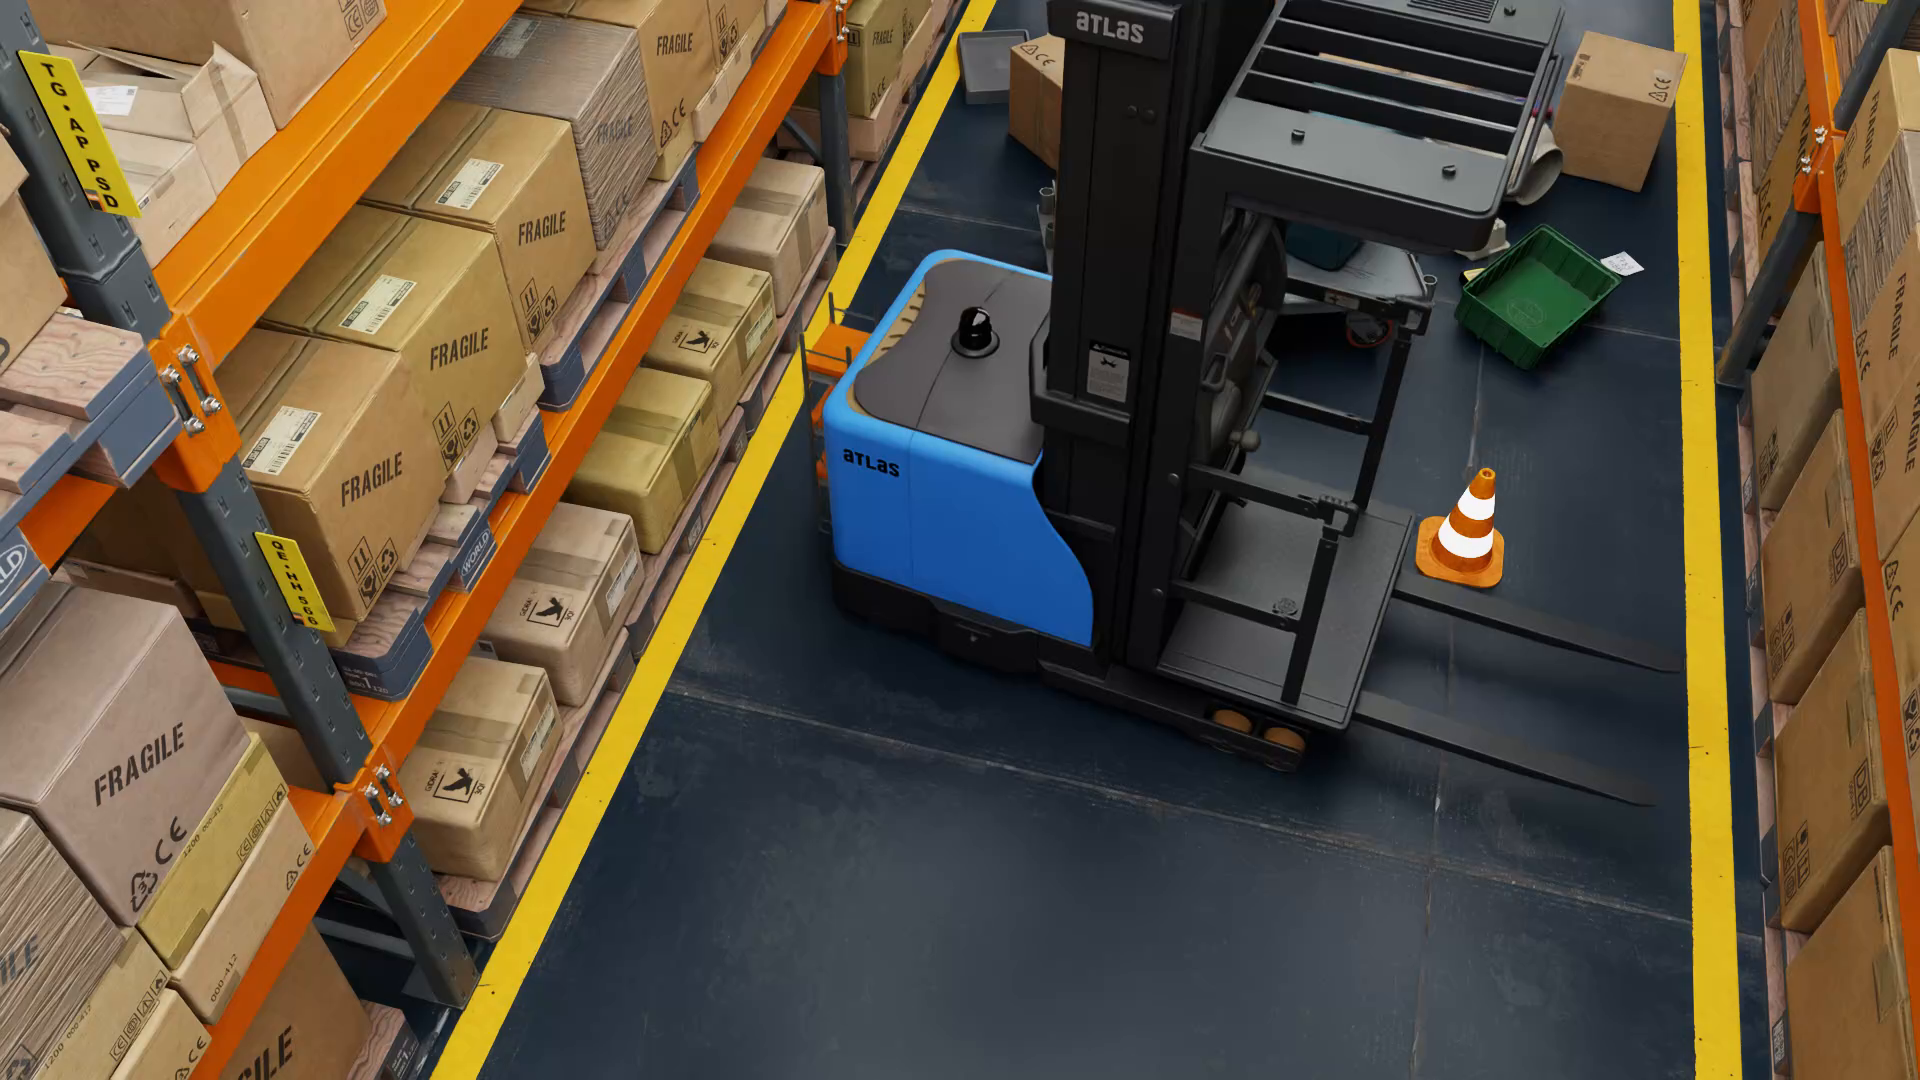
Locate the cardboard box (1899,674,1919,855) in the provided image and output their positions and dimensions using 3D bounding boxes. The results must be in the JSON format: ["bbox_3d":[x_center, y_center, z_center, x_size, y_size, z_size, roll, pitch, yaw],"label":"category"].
[{"bbox_3d":[2.738,0.508,4.154,0.500,0.500,0.500,12,50,10],"label":"cardboard box"}]

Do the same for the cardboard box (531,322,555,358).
[{"bbox_3d":[-1.487,-0.649,5.129,0.380,0.149,0.250,14,50,12],"label":"cardboard box"}]

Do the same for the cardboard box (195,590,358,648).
[{"bbox_3d":[-1.791,0.122,4.448,0.380,0.149,0.250,9,49,8],"label":"cardboard box"}]

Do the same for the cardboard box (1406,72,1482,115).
[{"bbox_3d":[2.475,-2.315,8.535,0.396,0.266,0.258,19,51,16],"label":"cardboard box"}]

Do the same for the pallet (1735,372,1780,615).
[{"bbox_3d":[3.669,-0.118,6.632,1.003,0.211,1.213,12,50,10],"label":"pallet"}]

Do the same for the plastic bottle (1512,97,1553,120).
[{"bbox_3d":[2.900,-2.224,8.591,0.283,0.061,0.133,-4,49,-3],"label":"plastic bottle"}]

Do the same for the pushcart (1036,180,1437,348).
[{"bbox_3d":[1.210,-1.236,7.508,1.648,0.377,0.936,-4,49,-3],"label":"pushcart"}]

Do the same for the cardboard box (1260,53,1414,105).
[{"bbox_3d":[1.792,-2.181,8.168,0.797,0.637,0.503,12,50,10],"label":"cardboard box"}]

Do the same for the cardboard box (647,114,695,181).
[{"bbox_3d":[-1.155,-1.411,5.801,0.380,0.149,0.250,12,50,10],"label":"cardboard box"}]

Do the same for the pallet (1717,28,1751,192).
[{"bbox_3d":[4.394,-2.110,8.391,1.003,0.211,1.213,12,50,10],"label":"pallet"}]

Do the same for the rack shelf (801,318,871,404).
[{"bbox_3d":[-0.433,-0.625,6.156,0.215,0.259,0.240,17,51,14],"label":"rack shelf"}]

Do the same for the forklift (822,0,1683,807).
[{"bbox_3d":[1.080,-0.602,5.245,3.031,2.935,1.130,18,51,15],"label":"forklift"}]

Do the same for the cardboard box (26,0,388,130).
[{"bbox_3d":[-1.797,-1.333,3.777,0.700,0.500,0.500,12,50,10],"label":"cardboard box"}]

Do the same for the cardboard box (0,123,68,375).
[{"bbox_3d":[-2.010,-0.487,2.748,0.797,0.503,0.637,9,49,8],"label":"cardboard box"}]

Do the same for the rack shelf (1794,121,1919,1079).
[{"bbox_3d":[3.273,0.071,5.085,1.077,0.370,4.000,12,50,10],"label":"rack shelf"}]

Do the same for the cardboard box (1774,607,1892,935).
[{"bbox_3d":[3.220,0.830,5.156,1.050,0.750,0.750,12,50,11],"label":"cardboard box"}]

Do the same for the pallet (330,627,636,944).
[{"bbox_3d":[-1.849,0.734,5.880,1.003,0.211,1.213,12,50,10],"label":"pallet"}]

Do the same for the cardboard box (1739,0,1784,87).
[{"bbox_3d":[4.507,-2.802,8.278,0.875,0.875,0.875,11,49,9],"label":"cardboard box"}]

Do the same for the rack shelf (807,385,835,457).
[{"bbox_3d":[-0.433,-0.437,6.369,0.215,0.259,0.240,17,51,14],"label":"rack shelf"}]

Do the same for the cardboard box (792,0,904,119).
[{"bbox_3d":[-0.587,-2.368,7.812,0.500,0.500,0.500,14,50,12],"label":"cardboard box"}]

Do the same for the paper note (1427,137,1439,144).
[{"bbox_3d":[2.391,-1.972,8.394,0.172,0.023,0.155,28,54,22],"label":"paper note"}]

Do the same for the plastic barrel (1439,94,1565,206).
[{"bbox_3d":[2.618,-1.884,8.049,0.421,0.421,0.512,-27,54,-22],"label":"plastic barrel"}]

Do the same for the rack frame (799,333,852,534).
[{"bbox_3d":[-0.479,-0.359,6.286,0.200,1.050,0.008,17,51,14],"label":"rack frame"}]

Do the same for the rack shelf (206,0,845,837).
[{"bbox_3d":[-1.529,-0.832,5.883,1.077,0.370,4.000,12,50,10],"label":"rack shelf"}]

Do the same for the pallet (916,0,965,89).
[{"bbox_3d":[-0.541,-2.972,9.151,1.003,0.211,1.213,12,50,10],"label":"pallet"}]

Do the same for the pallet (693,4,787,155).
[{"bbox_3d":[-1.345,-1.930,6.499,1.003,0.211,1.213,12,50,10],"label":"pallet"}]

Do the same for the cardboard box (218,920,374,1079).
[{"bbox_3d":[-2.318,1.423,4.549,0.875,0.875,0.875,11,50,10],"label":"cardboard box"}]

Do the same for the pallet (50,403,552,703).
[{"bbox_3d":[-1.971,-0.097,4.882,1.213,0.211,1.003,12,50,10],"label":"pallet"}]

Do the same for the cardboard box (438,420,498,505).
[{"bbox_3d":[-1.568,-0.265,4.789,0.380,0.149,0.250,9,49,8],"label":"cardboard box"}]

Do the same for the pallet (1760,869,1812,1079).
[{"bbox_3d":[3.026,1.647,5.074,1.003,0.211,1.213,12,50,10],"label":"pallet"}]

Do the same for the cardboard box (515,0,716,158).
[{"bbox_3d":[-1.174,-1.677,5.603,0.500,0.500,0.500,13,50,11],"label":"cardboard box"}]

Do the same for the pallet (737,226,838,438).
[{"bbox_3d":[-1.207,-1.031,7.438,1.003,0.211,1.213,12,50,10],"label":"pallet"}]

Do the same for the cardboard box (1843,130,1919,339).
[{"bbox_3d":[3.269,-0.954,5.443,0.500,0.500,0.500,12,50,10],"label":"cardboard box"}]

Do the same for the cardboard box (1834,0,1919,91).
[{"bbox_3d":[3.885,-1.932,6.274,0.875,0.550,0.550,12,50,10],"label":"cardboard box"}]

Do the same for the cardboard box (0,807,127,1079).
[{"bbox_3d":[-2.067,0.811,3.219,0.500,0.500,0.500,12,50,11],"label":"cardboard box"}]

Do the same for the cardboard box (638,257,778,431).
[{"bbox_3d":[-1.325,-0.886,6.923,0.950,0.372,0.625,14,50,12],"label":"cardboard box"}]

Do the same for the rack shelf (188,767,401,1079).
[{"bbox_3d":[-2.582,2.061,3.329,1.077,0.370,4.000,12,50,10],"label":"rack shelf"}]

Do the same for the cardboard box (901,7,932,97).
[{"bbox_3d":[-0.458,-2.508,8.436,0.500,0.250,0.500,14,50,12],"label":"cardboard box"}]

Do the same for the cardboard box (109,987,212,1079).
[{"bbox_3d":[-2.058,1.215,3.695,0.500,0.250,0.500,12,50,11],"label":"cardboard box"}]

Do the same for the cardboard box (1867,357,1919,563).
[{"bbox_3d":[3.001,-0.226,4.801,0.500,0.500,0.500,12,50,11],"label":"cardboard box"}]

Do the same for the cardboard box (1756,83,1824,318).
[{"bbox_3d":[4.032,-1.490,7.121,0.875,0.875,0.875,12,50,11],"label":"cardboard box"}]

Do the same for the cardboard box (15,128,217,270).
[{"bbox_3d":[-1.809,-0.728,3.477,0.380,0.149,0.250,12,50,10],"label":"cardboard box"}]

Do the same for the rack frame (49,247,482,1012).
[{"bbox_3d":[-2.056,0.376,4.336,1.000,3.000,0.127,12,50,10],"label":"rack frame"}]

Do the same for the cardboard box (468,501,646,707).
[{"bbox_3d":[-1.711,0.165,5.995,0.950,0.372,0.625,11,49,9],"label":"cardboard box"}]

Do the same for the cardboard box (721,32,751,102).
[{"bbox_3d":[-0.992,-1.765,6.114,0.380,0.149,0.250,11,49,9],"label":"cardboard box"}]

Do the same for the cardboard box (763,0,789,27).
[{"bbox_3d":[-0.872,-2.146,6.450,0.380,0.149,0.250,12,50,11],"label":"cardboard box"}]

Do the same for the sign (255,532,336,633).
[{"bbox_3d":[-1.520,0.100,3.808,0.100,0.325,0.005,12,50,10],"label":"sign"}]

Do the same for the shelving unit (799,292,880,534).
[{"bbox_3d":[-0.433,-0.444,6.361,0.215,1.050,0.252,17,51,14],"label":"shelving unit"}]

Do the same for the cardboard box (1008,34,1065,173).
[{"bbox_3d":[0.592,-2.197,8.273,0.500,0.500,0.500,-27,54,-22],"label":"cardboard box"}]

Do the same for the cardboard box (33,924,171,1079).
[{"bbox_3d":[-2.070,1.032,3.524,0.500,0.250,0.500,10,49,9],"label":"cardboard box"}]

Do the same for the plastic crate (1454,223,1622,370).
[{"bbox_3d":[2.581,-1.086,7.464,0.662,0.188,0.450,-37,68,-28],"label":"plastic crate"}]

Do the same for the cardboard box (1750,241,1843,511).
[{"bbox_3d":[3.722,-0.541,6.366,1.050,0.750,0.750,11,50,10],"label":"cardboard box"}]

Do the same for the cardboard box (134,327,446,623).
[{"bbox_3d":[-1.714,-0.174,4.277,0.500,0.500,0.500,10,49,9],"label":"cardboard box"}]

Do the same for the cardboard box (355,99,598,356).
[{"bbox_3d":[-1.451,-0.938,4.951,0.500,0.500,0.500,12,50,11],"label":"cardboard box"}]

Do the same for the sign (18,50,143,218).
[{"bbox_3d":[-1.523,-0.698,2.886,0.100,0.325,0.005,12,50,10],"label":"sign"}]

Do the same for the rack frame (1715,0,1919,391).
[{"bbox_3d":[3.799,-1.613,6.092,1.000,3.000,0.127,12,50,10],"label":"rack frame"}]
